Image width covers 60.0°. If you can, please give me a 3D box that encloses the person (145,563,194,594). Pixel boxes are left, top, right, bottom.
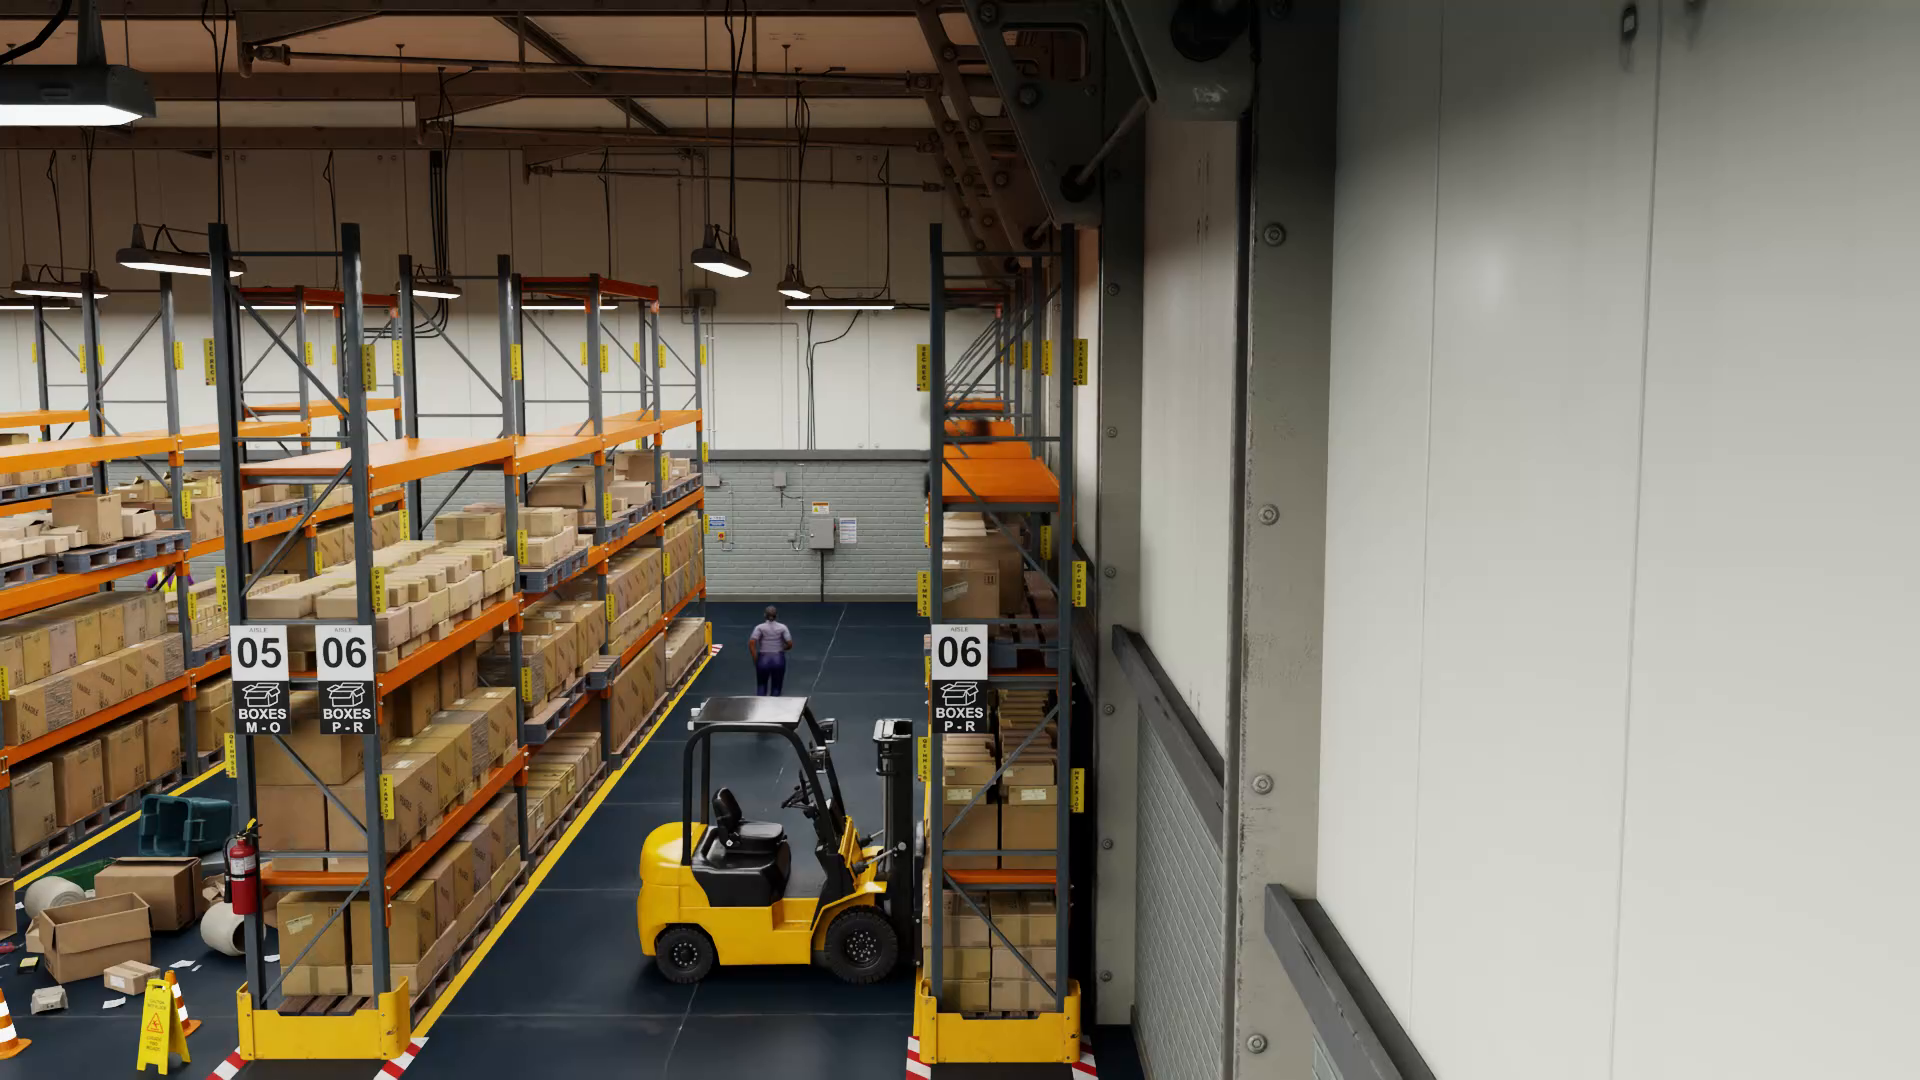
[{"bbox_3d":[-12.962,1.113,27.343,0.741,1.758,0.910,-3,7,-27],"label":"person"}]

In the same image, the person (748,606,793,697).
[{"bbox_3d":[-2.597,1.698,22.862,0.604,1.610,0.581,-1,7,-5],"label":"person"}]
